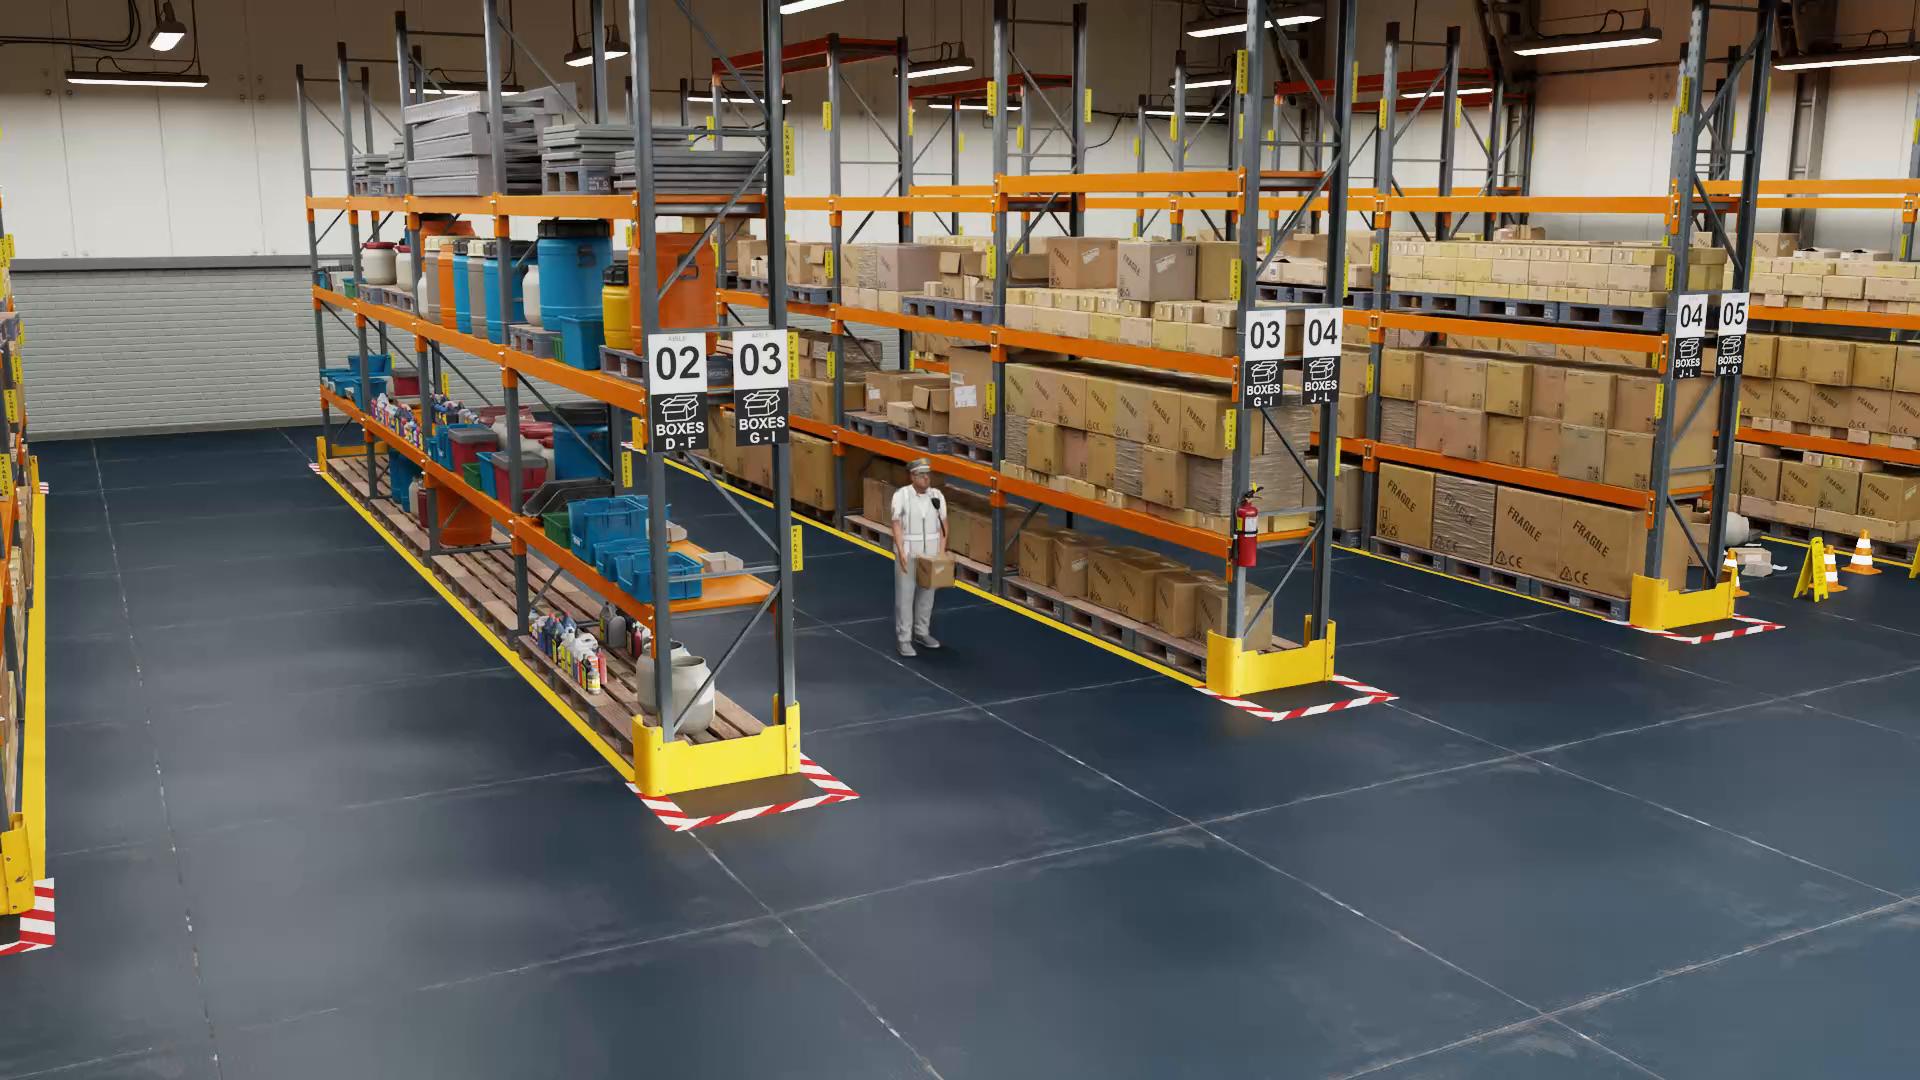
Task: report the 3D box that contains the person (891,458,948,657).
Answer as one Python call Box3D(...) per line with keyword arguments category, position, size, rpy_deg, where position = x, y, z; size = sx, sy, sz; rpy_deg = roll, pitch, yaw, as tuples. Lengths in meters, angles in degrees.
Box3D(category="person", position=(-0.339, 0.139, 15.144), size=(0.570, 1.778, 0.601), rpy_deg=(-5, 13, -23))
